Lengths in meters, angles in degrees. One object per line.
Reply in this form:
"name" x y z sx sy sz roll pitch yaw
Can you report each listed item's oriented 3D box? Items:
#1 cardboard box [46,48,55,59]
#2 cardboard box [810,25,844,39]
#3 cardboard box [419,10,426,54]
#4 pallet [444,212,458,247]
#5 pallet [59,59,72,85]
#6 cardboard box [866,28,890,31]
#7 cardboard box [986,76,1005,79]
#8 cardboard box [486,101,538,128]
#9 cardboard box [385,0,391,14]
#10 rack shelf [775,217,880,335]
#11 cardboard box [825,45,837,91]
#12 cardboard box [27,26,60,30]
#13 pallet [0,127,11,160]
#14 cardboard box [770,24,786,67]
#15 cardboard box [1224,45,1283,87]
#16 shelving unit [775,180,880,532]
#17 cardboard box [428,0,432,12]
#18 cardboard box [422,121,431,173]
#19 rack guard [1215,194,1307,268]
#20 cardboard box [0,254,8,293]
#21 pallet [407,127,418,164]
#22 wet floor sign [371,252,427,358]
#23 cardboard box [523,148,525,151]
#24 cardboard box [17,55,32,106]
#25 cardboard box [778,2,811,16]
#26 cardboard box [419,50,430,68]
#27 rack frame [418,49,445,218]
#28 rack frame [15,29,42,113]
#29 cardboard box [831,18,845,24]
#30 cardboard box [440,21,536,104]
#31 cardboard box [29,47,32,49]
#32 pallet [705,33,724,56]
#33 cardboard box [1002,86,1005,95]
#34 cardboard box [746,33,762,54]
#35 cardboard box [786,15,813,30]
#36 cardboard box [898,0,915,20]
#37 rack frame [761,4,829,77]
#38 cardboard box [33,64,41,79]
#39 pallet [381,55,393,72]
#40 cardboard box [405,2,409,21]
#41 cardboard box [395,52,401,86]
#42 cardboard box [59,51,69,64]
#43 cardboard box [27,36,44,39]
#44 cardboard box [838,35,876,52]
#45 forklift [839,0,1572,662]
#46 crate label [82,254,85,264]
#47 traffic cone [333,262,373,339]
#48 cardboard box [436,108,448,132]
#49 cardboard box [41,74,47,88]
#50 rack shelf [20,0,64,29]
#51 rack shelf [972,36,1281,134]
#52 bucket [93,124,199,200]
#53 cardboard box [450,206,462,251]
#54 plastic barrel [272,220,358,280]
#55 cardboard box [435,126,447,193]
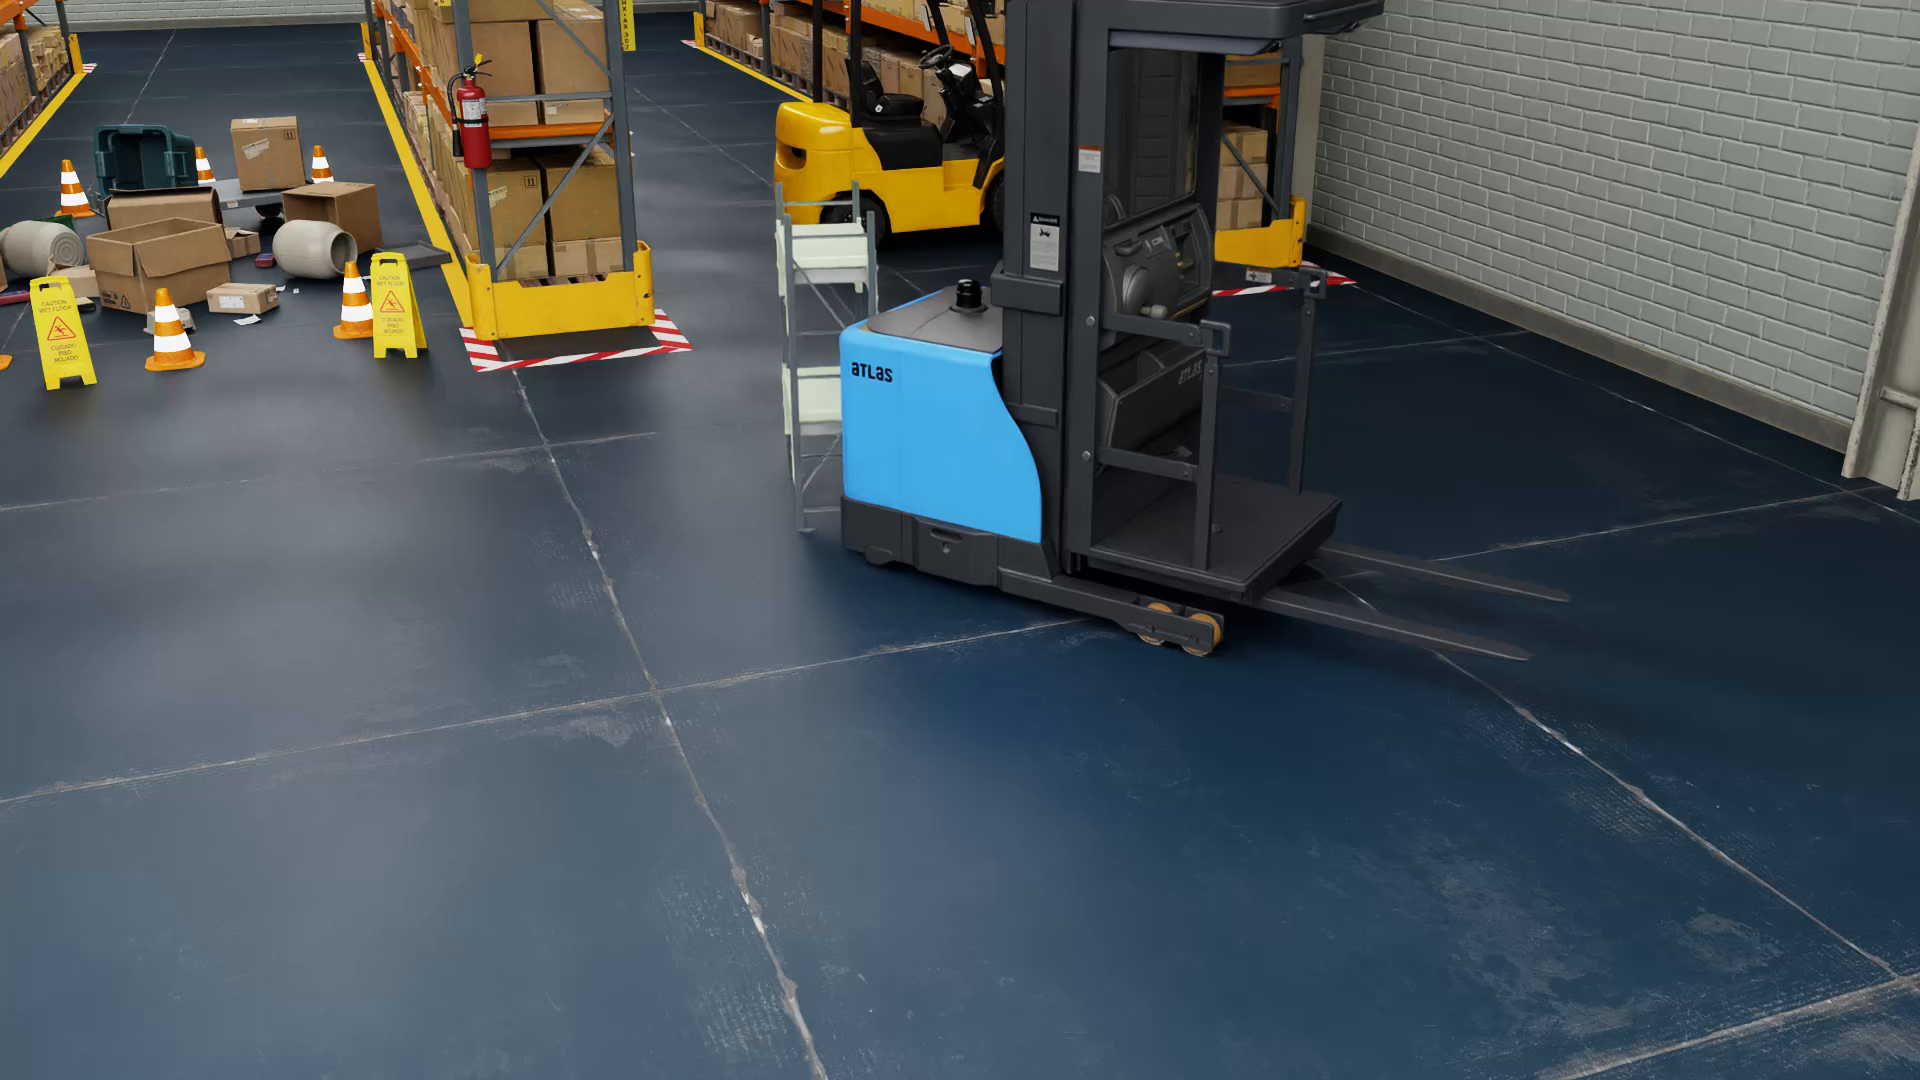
"cardboard box" -11.961 -6.280 21.535 0.380 0.149 0.250 -7 24 -16
"cardboard box" -1.658 -6.349 20.794 0.380 0.149 0.250 -10 25 -22
"cardboard box" -3.939 -4.048 12.981 0.500 0.500 0.500 -8 24 -19
"pallet" -3.763 -2.718 13.928 1.003 0.211 1.213 -8 24 -19
"pallet" -12.587 -6.274 22.364 1.003 0.211 1.213 -8 24 -19
"cardboard box" -0.937 -6.242 20.540 0.380 0.149 0.250 -10 25 -21
"cardboard box" 0.414 -4.212 16.398 0.875 0.625 0.625 -7 24 -17
"cardboard box" -2.952 -2.780 10.807 0.380 0.149 0.250 -8 24 -17
"cardboard box" -5.868 -5.775 17.782 0.500 0.250 0.500 -9 25 -21
"rack shelf" -0.628 -1.244 7.765 0.431 0.370 0.720 -3 23 -8
"cardboard box" -1.321 -5.727 20.154 0.500 0.500 0.500 -9 24 -20
"cardboard box" -12.443 -6.883 22.583 0.380 0.149 0.250 -8 24 -18
"pallet" -10.316 -3.979 16.919 1.003 0.211 1.213 -8 24 -19
"cardboard box" -2.257 -6.667 22.383 0.500 0.500 0.500 -7 24 -17
"cardboard box" 2.107 -3.736 12.622 0.500 0.500 0.500 -8 24 -17
"shelving unit" -0.628 -0.884 7.917 0.431 1.500 0.755 -3 23 -8
"cardboard box" -3.177 -3.773 11.042 0.700 0.500 0.500 -8 24 -18
"cardboard box" -4.478 -3.676 15.452 0.950 0.372 0.625 -7 24 -16
"rack guard" 2.031 -2.311 12.589 1.175 0.500 0.348 -8 24 -19
"cardboard box" -7.120 -1.953 11.736 0.500 0.500 0.500 -4 23 -10
"pallet" -5.172 -4.127 17.269 1.003 0.211 1.213 -8 24 -19
"wet floor sign" -3.554 -1.488 10.450 0.267 0.644 0.232 0 23 -1
"cardboard box" -3.014 -2.773 12.502 0.500 0.500 0.500 -8 24 -18
"cardboard box" -10.957 -5.241 18.999 0.500 0.500 0.500 -9 24 -20
"cardboard box" -2.203 -7.055 22.085 0.380 0.149 0.250 -10 25 -22
"cardboard box" -4.222 -3.968 13.626 0.380 0.149 0.250 -8 24 -19
"rack frame" -4.033 -4.242 13.953 1.000 3.000 0.127 -8 24 -19
"rack frame" -11.455 -6.433 19.152 1.000 3.000 0.127 -8 24 -19
"cardboard box" -1.463 -6.699 21.625 0.380 0.149 0.250 -8 24 -18
"cardboard box" -3.070 -3.132 10.806 0.500 0.500 0.500 -9 24 -20
"cardboard box" -11.560 -5.934 20.331 0.380 0.149 0.250 -9 24 -20
"pallet" -3.321 -7.683 25.707 1.003 0.211 1.213 -8 24 -19
"cardboard box" 0.658 -3.906 14.867 0.500 0.250 0.500 -8 24 -19
"cardboard box" -2.815 -7.057 23.611 0.396 0.266 0.258 -7 24 -17
"cardboard box" -2.068 -6.824 21.920 0.380 0.149 0.250 -10 25 -22
"cardboard box" -0.333 -5.556 17.263 0.500 0.250 0.500 -8 24 -17
"rack frame" -2.217 -7.832 22.469 1.000 3.000 0.127 -8 24 -19
"cardboard box" -11.283 -5.626 19.983 0.380 0.149 0.250 -7 24 -17
"pallet" -7.490 -6.595 23.126 1.003 0.211 1.213 -8 24 -19
"cardboard box" -4.768 -4.748 14.936 0.380 0.149 0.250 -8 24 -19
"cardboard box" -6.565 -6.149 20.673 0.875 0.875 0.875 -8 24 -17
"cardboard box" -12.301 -6.524 22.497 0.380 0.149 0.250 -8 24 -17
"cardboard box" -12.030 -6.404 21.445 0.380 0.149 0.250 -9 25 -21
"cardboard box" -1.215 -5.863 19.642 0.380 0.149 0.250 -10 25 -22
"forklift" 0.986 -1.123 6.640 3.031 2.935 1.130 14 26 29
"crate label" -6.893 -2.184 12.756 0.250 0.136 0.298 12 26 27
"traffic cone" -3.979 -1.599 10.949 0.336 0.463 0.334 -8 24 -19
"cardboard box" -3.808 -3.224 12.737 0.380 0.149 0.250 -7 24 -16
"cardboard box" -11.377 -5.586 20.272 0.380 0.149 0.250 -8 24 -17
"rack shelf" -12.161 -6.829 21.015 1.077 0.370 4.000 -8 24 -19
"rack shelf" 1.316 -3.867 13.988 1.077 0.370 4.000 -8 24 -19
"bucket" -6.423 -2.985 13.229 0.726 0.611 0.620 0 13 -1
"cardboard box" -3.523 -2.351 12.465 0.500 0.250 0.500 -9 25 -21
"plastic barrel" -4.766 -2.145 12.293 0.512 0.421 0.421 8 24 18
"cardboard box" -3.877 -3.070 13.206 0.500 0.500 0.500 -7 24 -17
